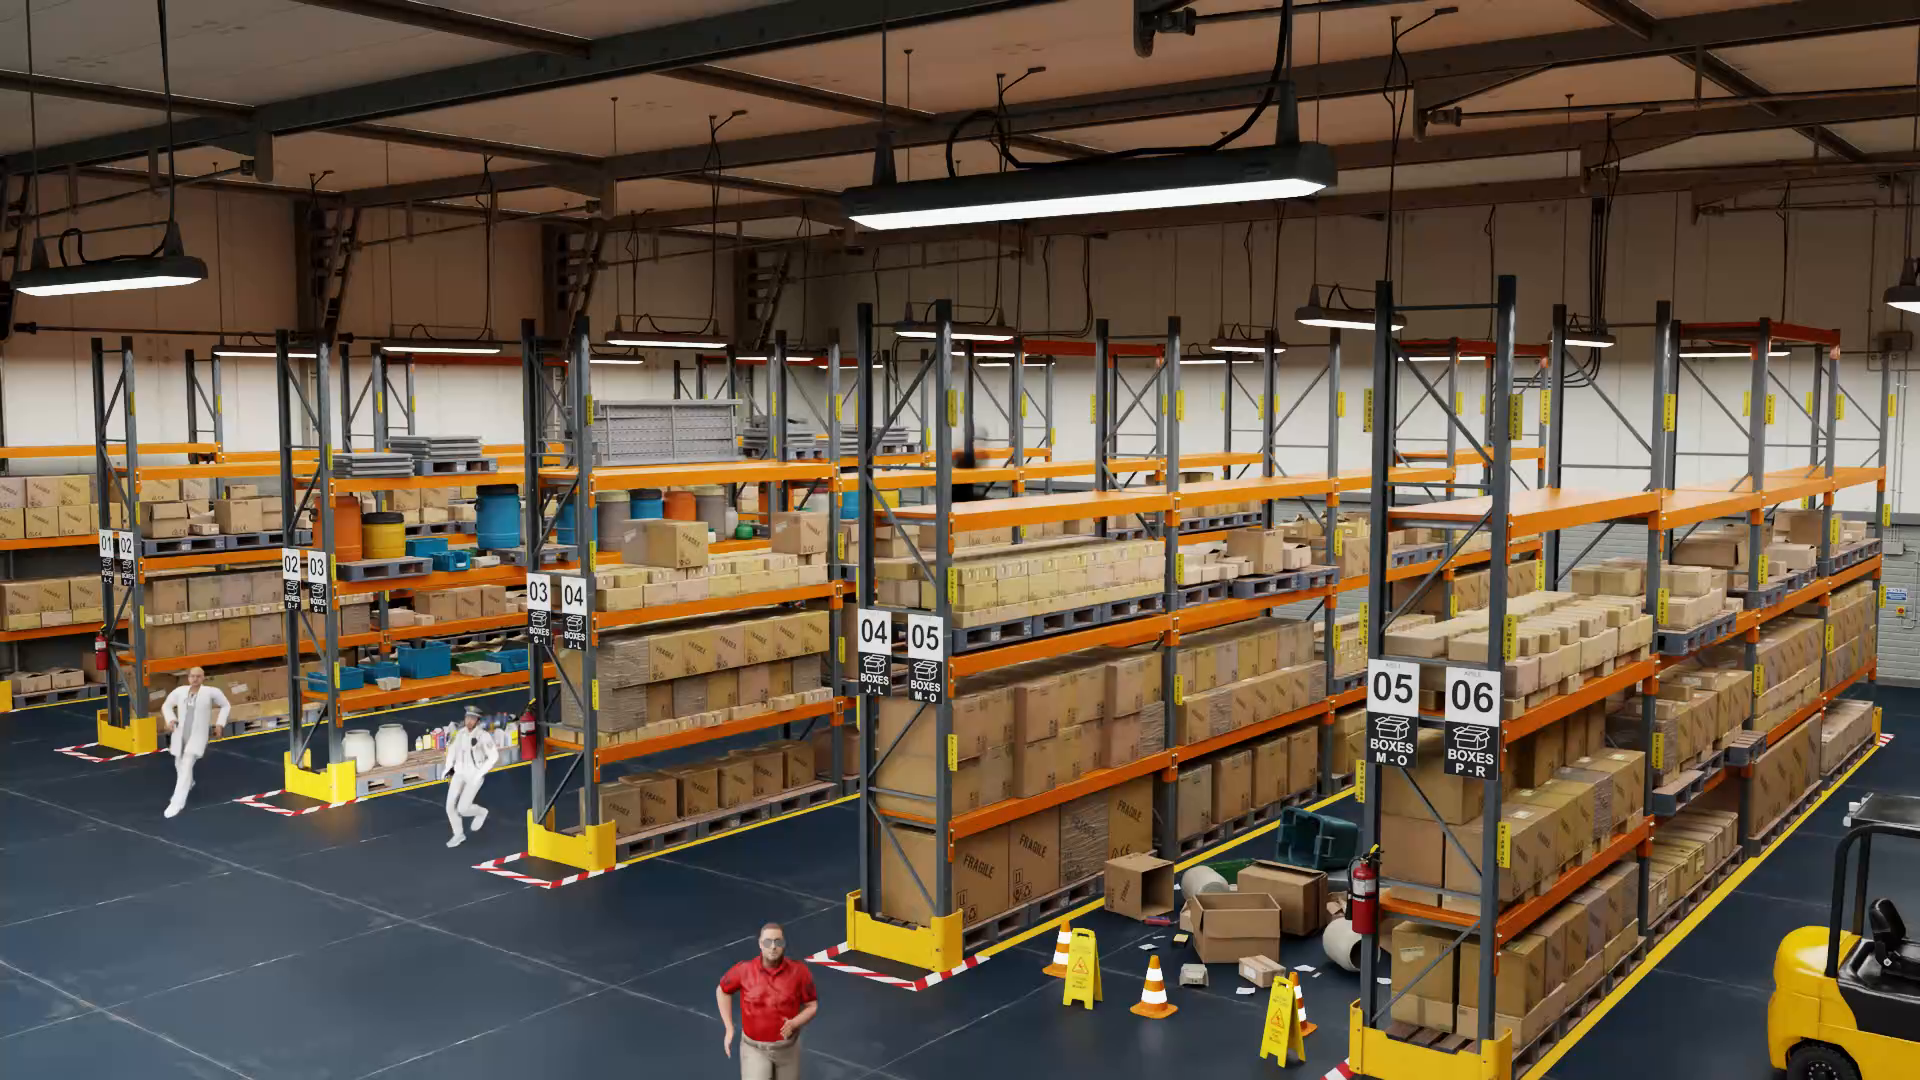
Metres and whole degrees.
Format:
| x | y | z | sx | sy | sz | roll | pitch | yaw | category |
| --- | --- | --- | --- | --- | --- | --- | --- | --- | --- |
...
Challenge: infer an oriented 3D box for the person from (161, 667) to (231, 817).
| x | y | z | sx | sy | sz | roll | pitch | yaw | category |
| --- | --- | --- | --- | --- | --- | --- | --- | --- | --- |
| -9.587 | 2.472 | 20.773 | 0.762 | 1.772 | 1.016 | 0 | 5 | -2 | person |

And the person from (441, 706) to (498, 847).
| x | y | z | sx | sy | sz | roll | pitch | yaw | category |
| --- | --- | --- | --- | --- | --- | --- | --- | --- | --- |
| -5.622 | 2.706 | 19.150 | 0.660 | 1.651 | 0.509 | 2 | 5 | 23 | person |

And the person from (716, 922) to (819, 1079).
| x | y | z | sx | sy | sz | roll | pitch | yaw | category |
| --- | --- | --- | --- | --- | --- | --- | --- | --- | --- |
| -1.235 | 3.369 | 10.864 | 0.637 | 1.721 | 0.678 | -1 | 5 | -15 | person |
